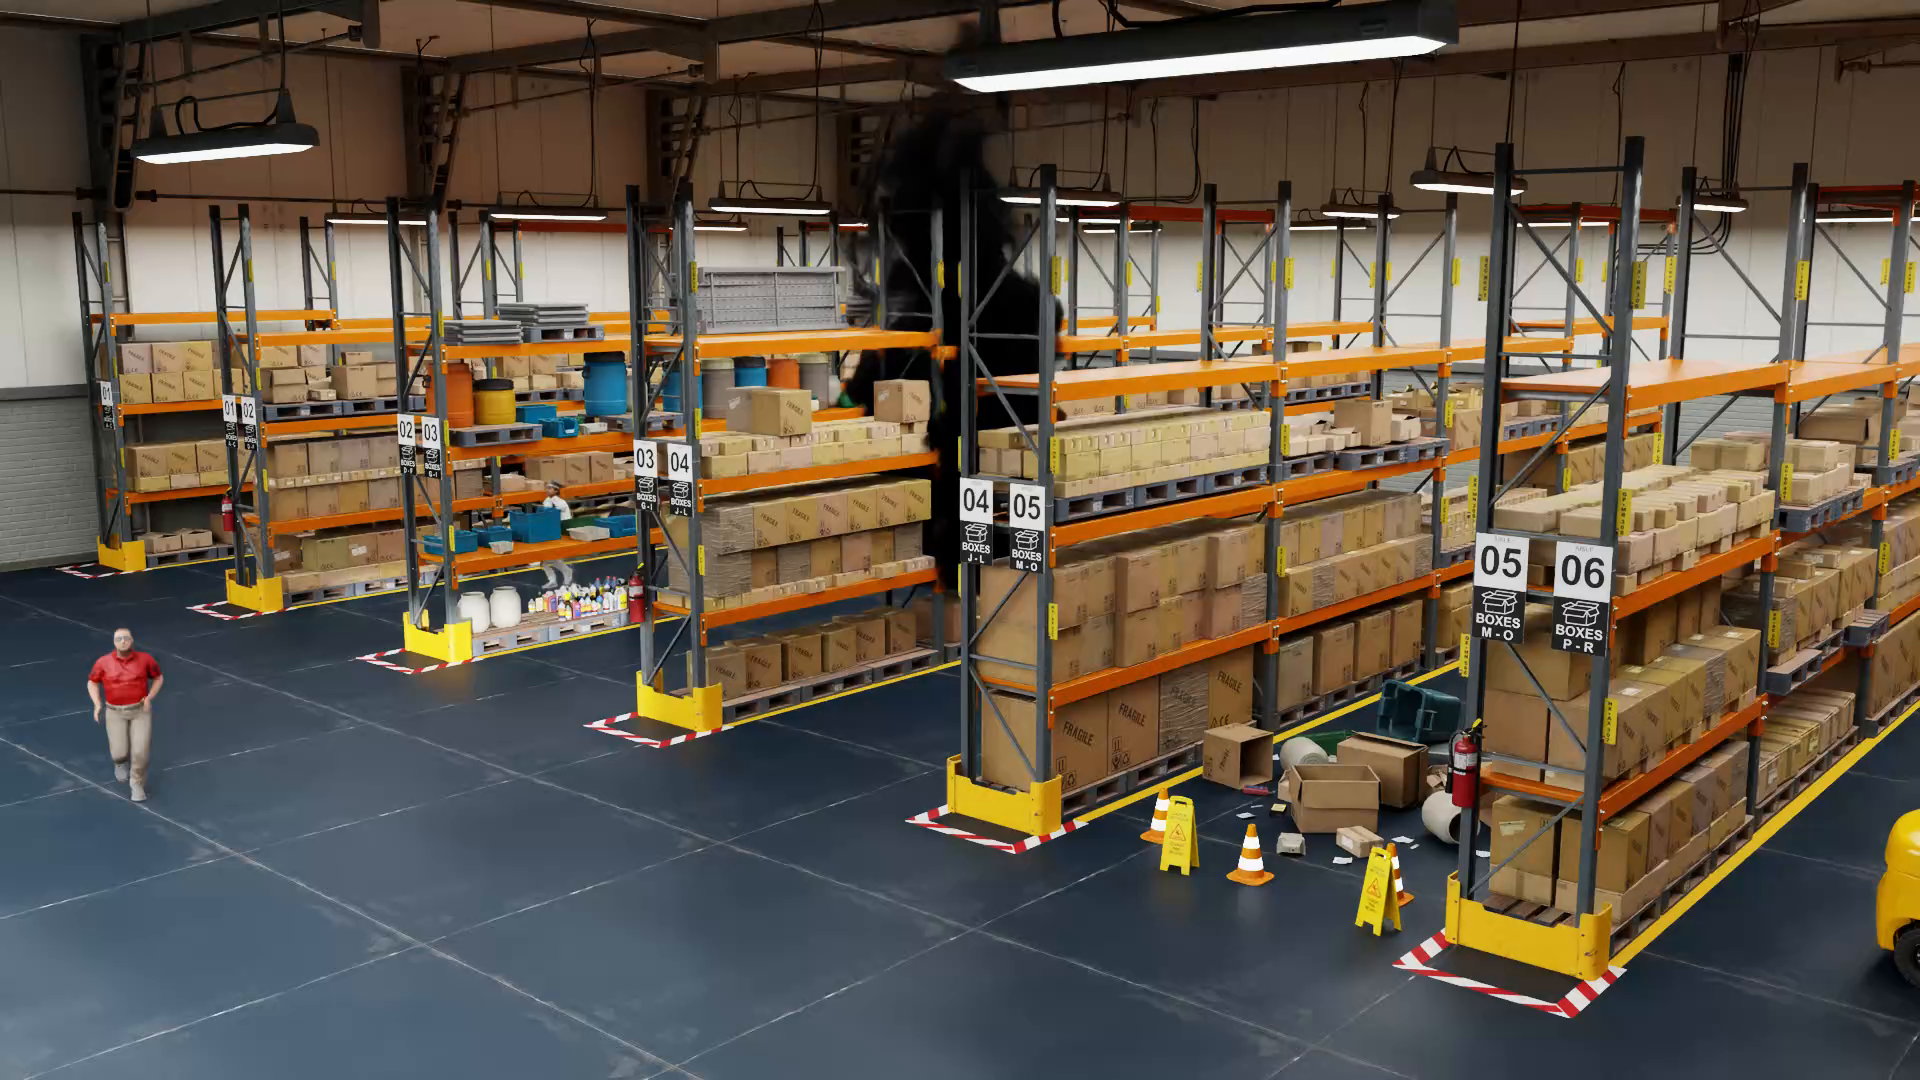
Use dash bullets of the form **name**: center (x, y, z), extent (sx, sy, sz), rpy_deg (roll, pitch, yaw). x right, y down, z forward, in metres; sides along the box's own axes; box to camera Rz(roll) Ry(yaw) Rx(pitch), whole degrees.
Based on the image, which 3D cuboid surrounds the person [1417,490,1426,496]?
- **person**: center (6.928, 0.100, 25.318), extent (0.631, 1.748, 0.612), rpy_deg (8, 12, 40)

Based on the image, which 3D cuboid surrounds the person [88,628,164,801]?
- **person**: center (-8.087, 1.680, 16.180), extent (0.670, 1.684, 0.599), rpy_deg (-5, 11, -27)

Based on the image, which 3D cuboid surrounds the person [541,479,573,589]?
- **person**: center (-6.136, -0.100, 25.092), extent (0.614, 1.659, 0.525), rpy_deg (8, 12, 39)
